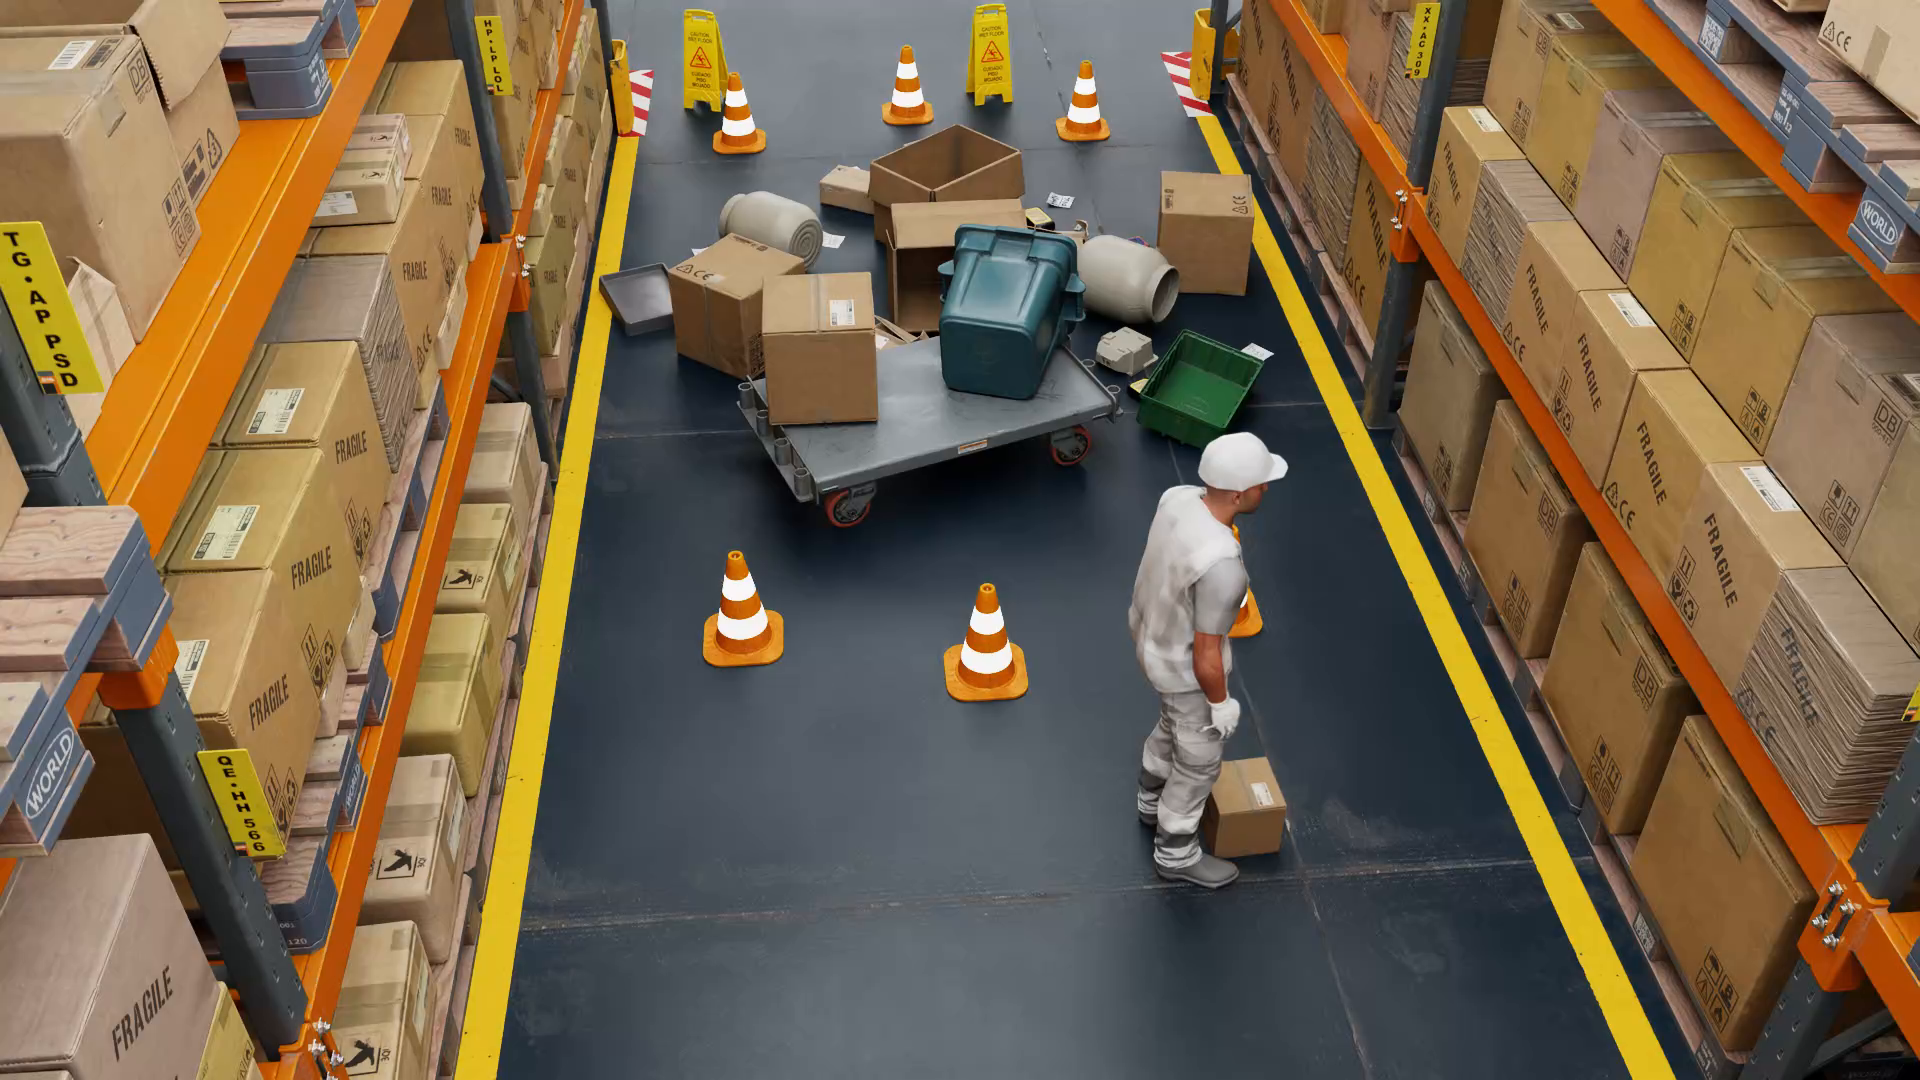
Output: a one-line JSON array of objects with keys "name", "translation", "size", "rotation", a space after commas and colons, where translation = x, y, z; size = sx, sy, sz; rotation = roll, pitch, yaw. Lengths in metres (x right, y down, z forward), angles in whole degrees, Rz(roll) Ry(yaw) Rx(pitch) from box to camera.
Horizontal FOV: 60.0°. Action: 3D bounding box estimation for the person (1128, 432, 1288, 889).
[{"name": "person", "translation": [0.806, 0.399, 5.646], "size": [0.452, 1.778, 0.613], "rotation": [-5, 39, -7]}]
